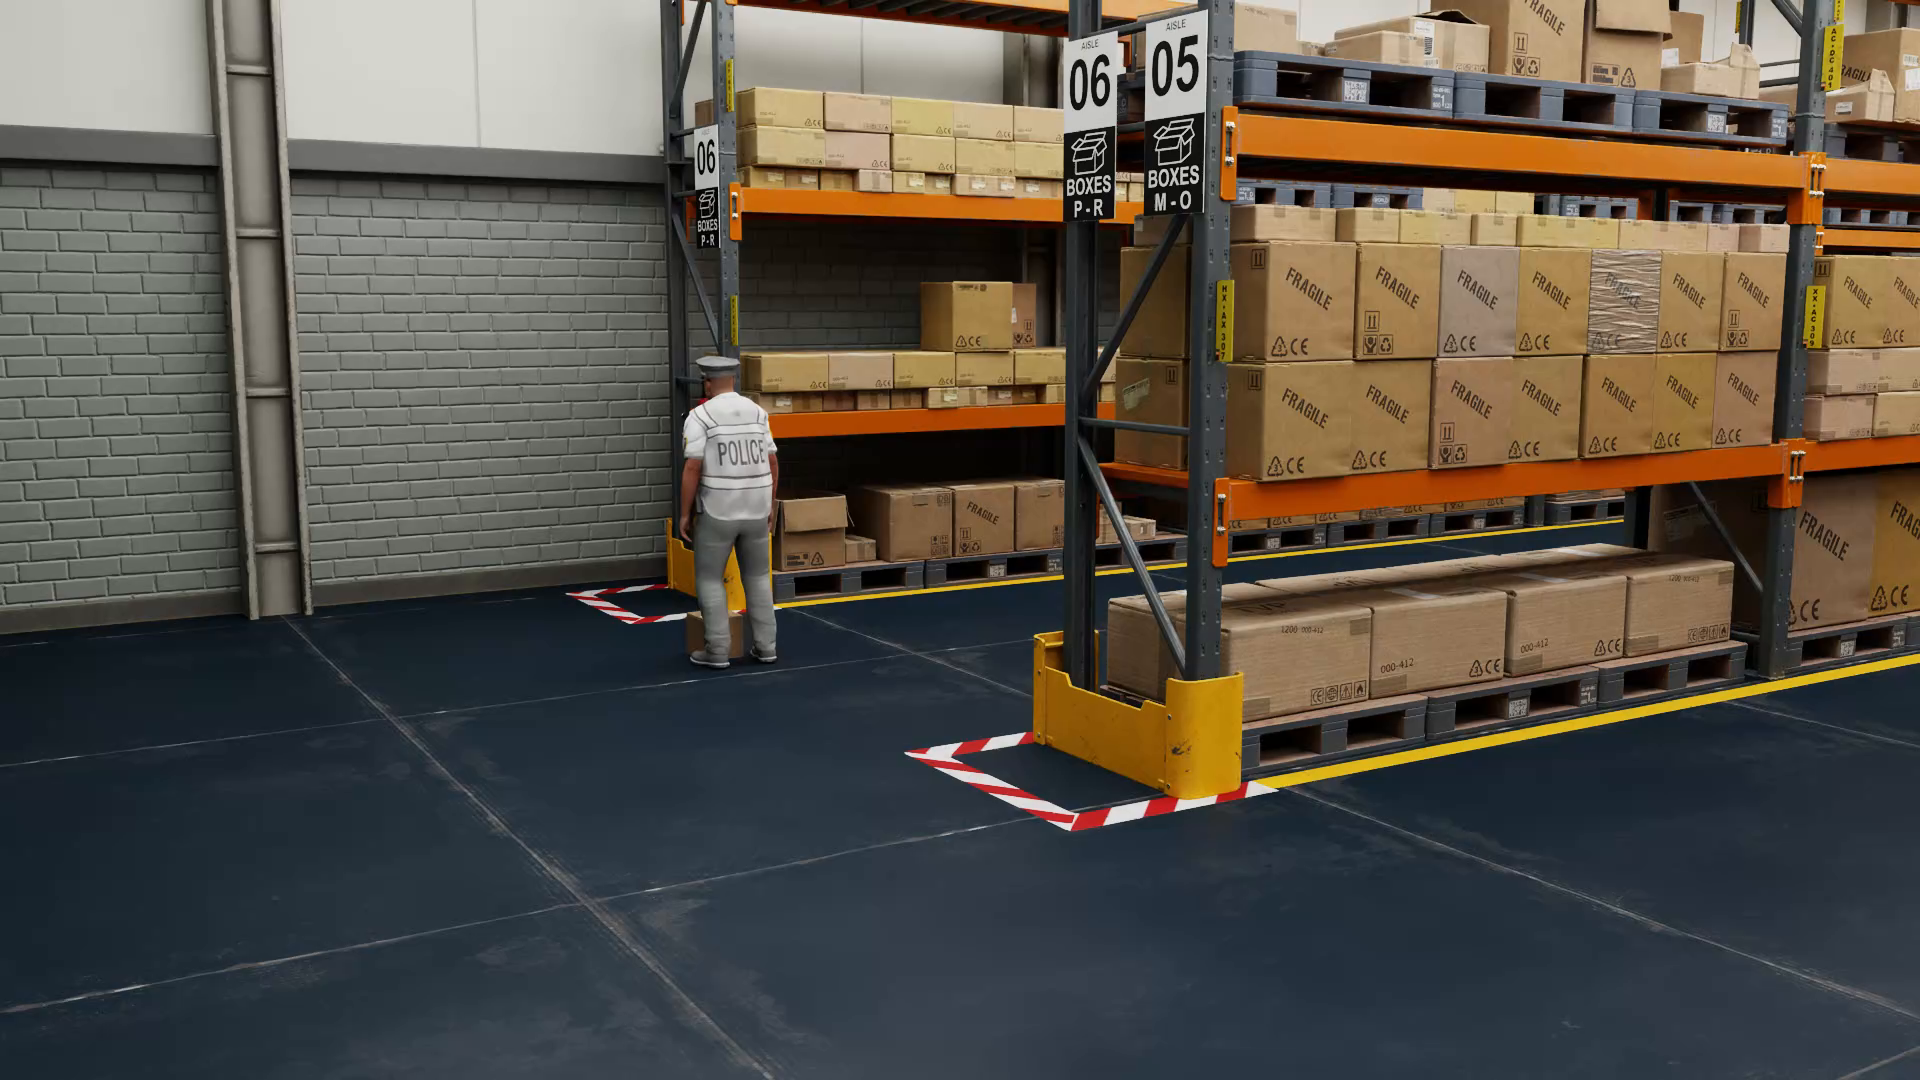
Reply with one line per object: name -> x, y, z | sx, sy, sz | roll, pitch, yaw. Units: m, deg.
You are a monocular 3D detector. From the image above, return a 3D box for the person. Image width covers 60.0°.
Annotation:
person -> -1.293, -0.156, 9.392 | 0.599, 1.749, 0.438 | -5, 10, -33
